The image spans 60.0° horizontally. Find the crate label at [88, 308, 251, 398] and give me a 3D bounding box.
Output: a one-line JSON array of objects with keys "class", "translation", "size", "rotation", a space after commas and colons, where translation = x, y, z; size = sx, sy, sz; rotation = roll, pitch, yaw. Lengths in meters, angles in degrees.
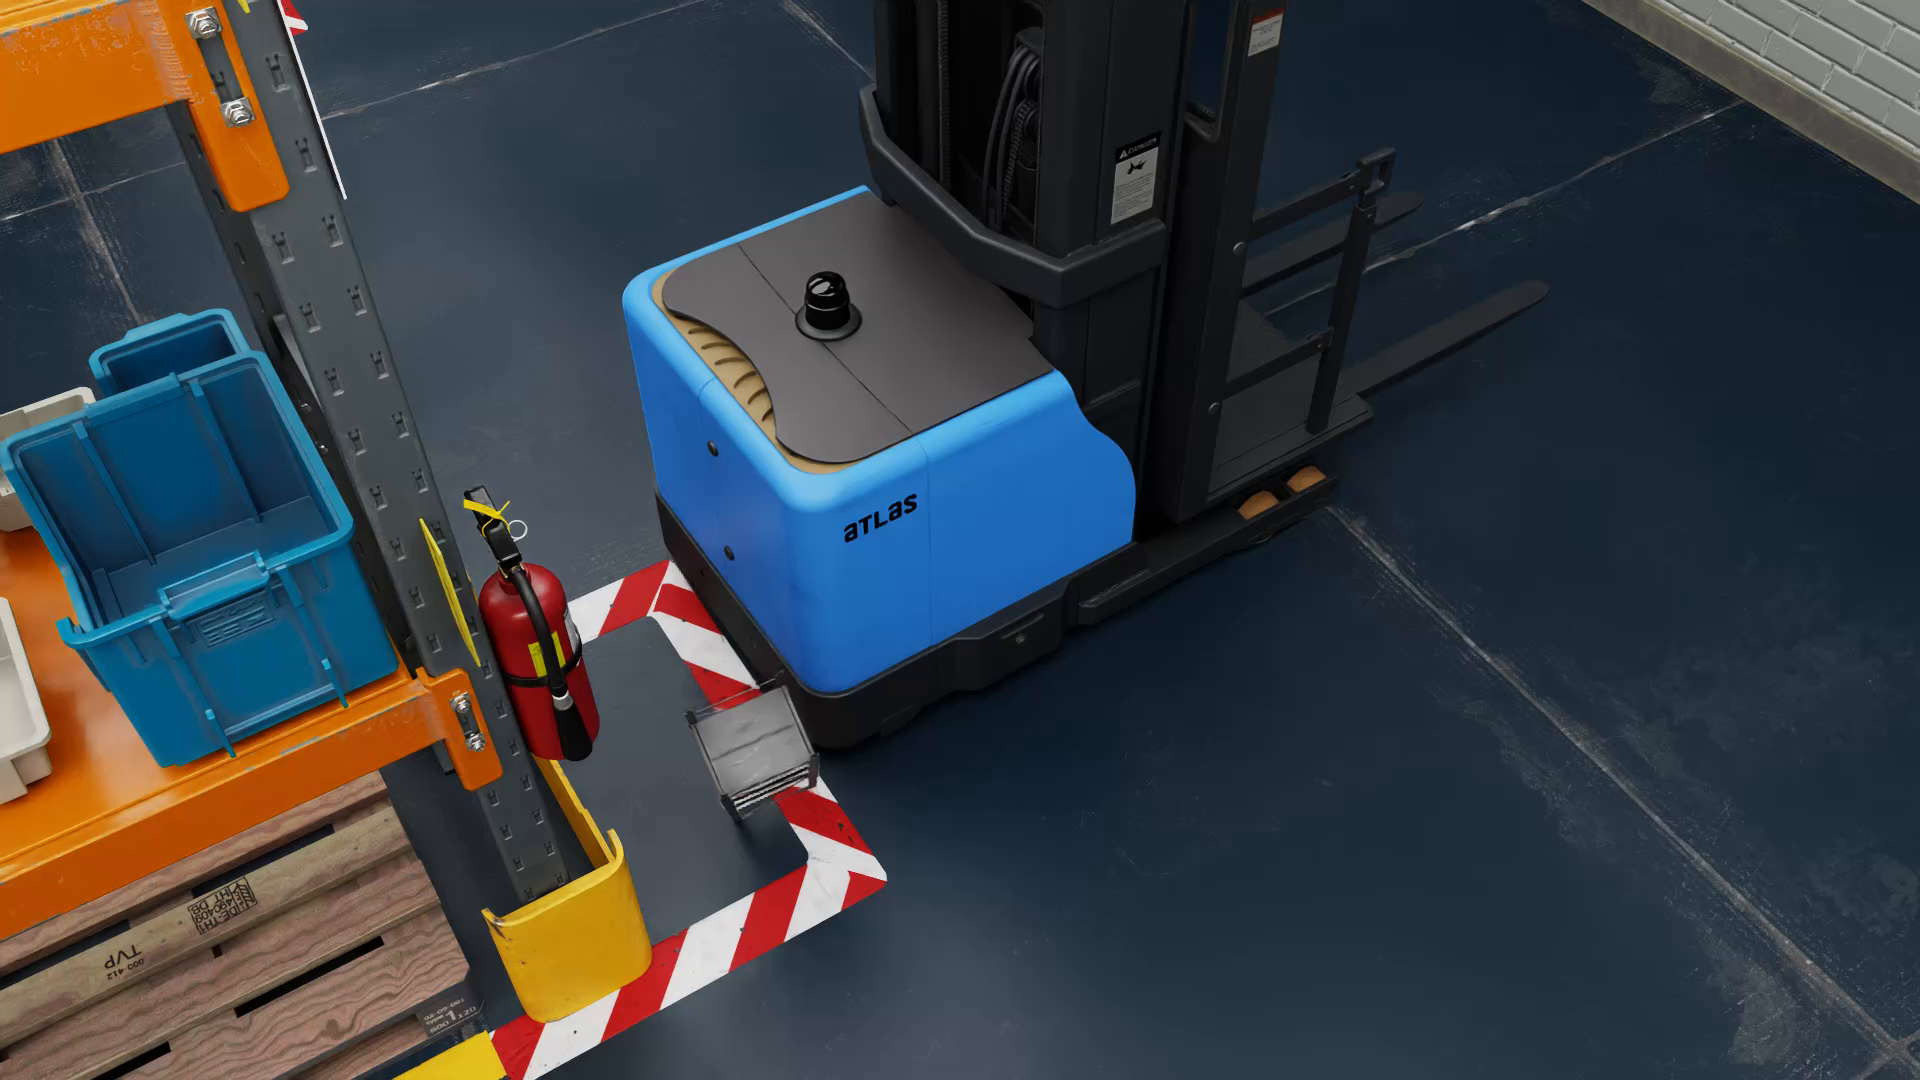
[{"class": "crate label", "translation": [-1.623, -0.260, 3.545], "size": [0.303, 0.233, 0.416], "rotation": [-25, 53, -21]}]

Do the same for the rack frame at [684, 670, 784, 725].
[{"class": "rack frame", "translation": [-0.551, 0.442, 4.175], "size": [0.240, 0.900, 0.006], "rotation": [-23, 80, -10]}]

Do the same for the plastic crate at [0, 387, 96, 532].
[{"class": "plastic crate", "translation": [-1.939, -0.153, 3.514], "size": [0.298, 0.136, 0.250], "rotation": [-25, 53, -21]}]

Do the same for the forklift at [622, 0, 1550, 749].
[{"class": "forklift", "translation": [0.590, -1.268, 4.417], "size": [3.031, 2.935, 1.130], "rotation": [-27, 54, -22]}]

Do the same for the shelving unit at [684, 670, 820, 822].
[{"class": "shelving unit", "translation": [-0.509, 0.533, 4.159], "size": [0.258, 0.900, 0.210], "rotation": [-23, 80, -10]}]

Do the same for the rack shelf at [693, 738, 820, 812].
[{"class": "rack shelf", "translation": [-0.512, 0.541, 4.191], "size": [0.258, 0.077, 0.200], "rotation": [-23, 80, -10]}]

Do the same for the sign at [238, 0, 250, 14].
[{"class": "sign", "translation": [-0.932, -0.808, 2.023], "size": [0.005, 0.325, 0.100], "rotation": [-25, 53, -21]}]

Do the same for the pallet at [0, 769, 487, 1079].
[{"class": "pallet", "translation": [-1.957, 1.045, 4.178], "size": [1.213, 0.211, 1.003], "rotation": [-25, 53, -21]}]

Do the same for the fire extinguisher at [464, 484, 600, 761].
[{"class": "fire extinguisher", "translation": [-0.869, 0.190, 3.374], "size": [0.183, 0.674, 0.296], "rotation": [-25, 53, -21]}]

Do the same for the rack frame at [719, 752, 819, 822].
[{"class": "rack frame", "translation": [-0.467, 0.624, 4.142], "size": [0.240, 0.900, 0.006], "rotation": [-23, 80, -10]}]

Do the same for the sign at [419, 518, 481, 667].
[{"class": "sign", "translation": [-0.932, 0.100, 3.043], "size": [0.005, 0.325, 0.100], "rotation": [-25, 53, -21]}]

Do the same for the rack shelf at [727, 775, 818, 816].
[{"class": "rack shelf", "translation": [-0.529, 0.581, 4.366], "size": [0.258, 0.077, 0.200], "rotation": [-23, 80, -10]}]

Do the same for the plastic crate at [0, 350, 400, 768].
[{"class": "plastic crate", "translation": [-1.422, 0.033, 3.148], "size": [0.499, 0.435, 0.616], "rotation": [-25, 53, -21]}]

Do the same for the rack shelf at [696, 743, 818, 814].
[{"class": "rack shelf", "translation": [-0.521, 0.561, 4.279], "size": [0.258, 0.077, 0.200], "rotation": [-23, 80, -10]}]

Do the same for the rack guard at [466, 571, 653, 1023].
[{"class": "rack guard", "translation": [-1.225, 0.627, 4.357], "size": [0.348, 0.500, 1.175], "rotation": [-25, 53, -21]}]

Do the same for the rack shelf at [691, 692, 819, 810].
[{"class": "rack shelf", "translation": [-0.504, 0.521, 4.104], "size": [0.258, 0.077, 0.200], "rotation": [-23, 80, -10]}]

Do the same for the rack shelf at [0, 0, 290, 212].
[{"class": "rack shelf", "translation": [-2.930, -0.148, 1.846], "size": [4.000, 0.370, 1.077], "rotation": [-25, 53, -21]}]

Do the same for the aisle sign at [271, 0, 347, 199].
[{"class": "aisle sign", "translation": [-1.022, -0.895, 2.298], "size": [0.004, 0.787, 0.394], "rotation": [-25, 53, -21]}]

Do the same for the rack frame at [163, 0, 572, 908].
[{"class": "rack frame", "translation": [-1.239, -0.187, 3.408], "size": [0.127, 3.000, 1.000], "rotation": [-25, 53, -21]}]

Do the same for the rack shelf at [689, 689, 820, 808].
[{"class": "rack shelf", "translation": [-0.495, 0.501, 4.016], "size": [0.258, 0.077, 0.200], "rotation": [-23, 80, -10]}]

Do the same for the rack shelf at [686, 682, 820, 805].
[{"class": "rack shelf", "translation": [-0.487, 0.481, 3.929], "size": [0.258, 0.077, 0.200], "rotation": [-23, 80, -10]}]

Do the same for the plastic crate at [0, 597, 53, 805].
[{"class": "plastic crate", "translation": [-1.832, 0.320, 3.092], "size": [0.243, 0.136, 0.396], "rotation": [-25, 53, -21]}]

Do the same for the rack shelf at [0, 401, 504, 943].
[{"class": "rack shelf", "translation": [-2.930, 0.850, 2.967], "size": [4.000, 0.370, 1.077], "rotation": [-25, 53, -21]}]
